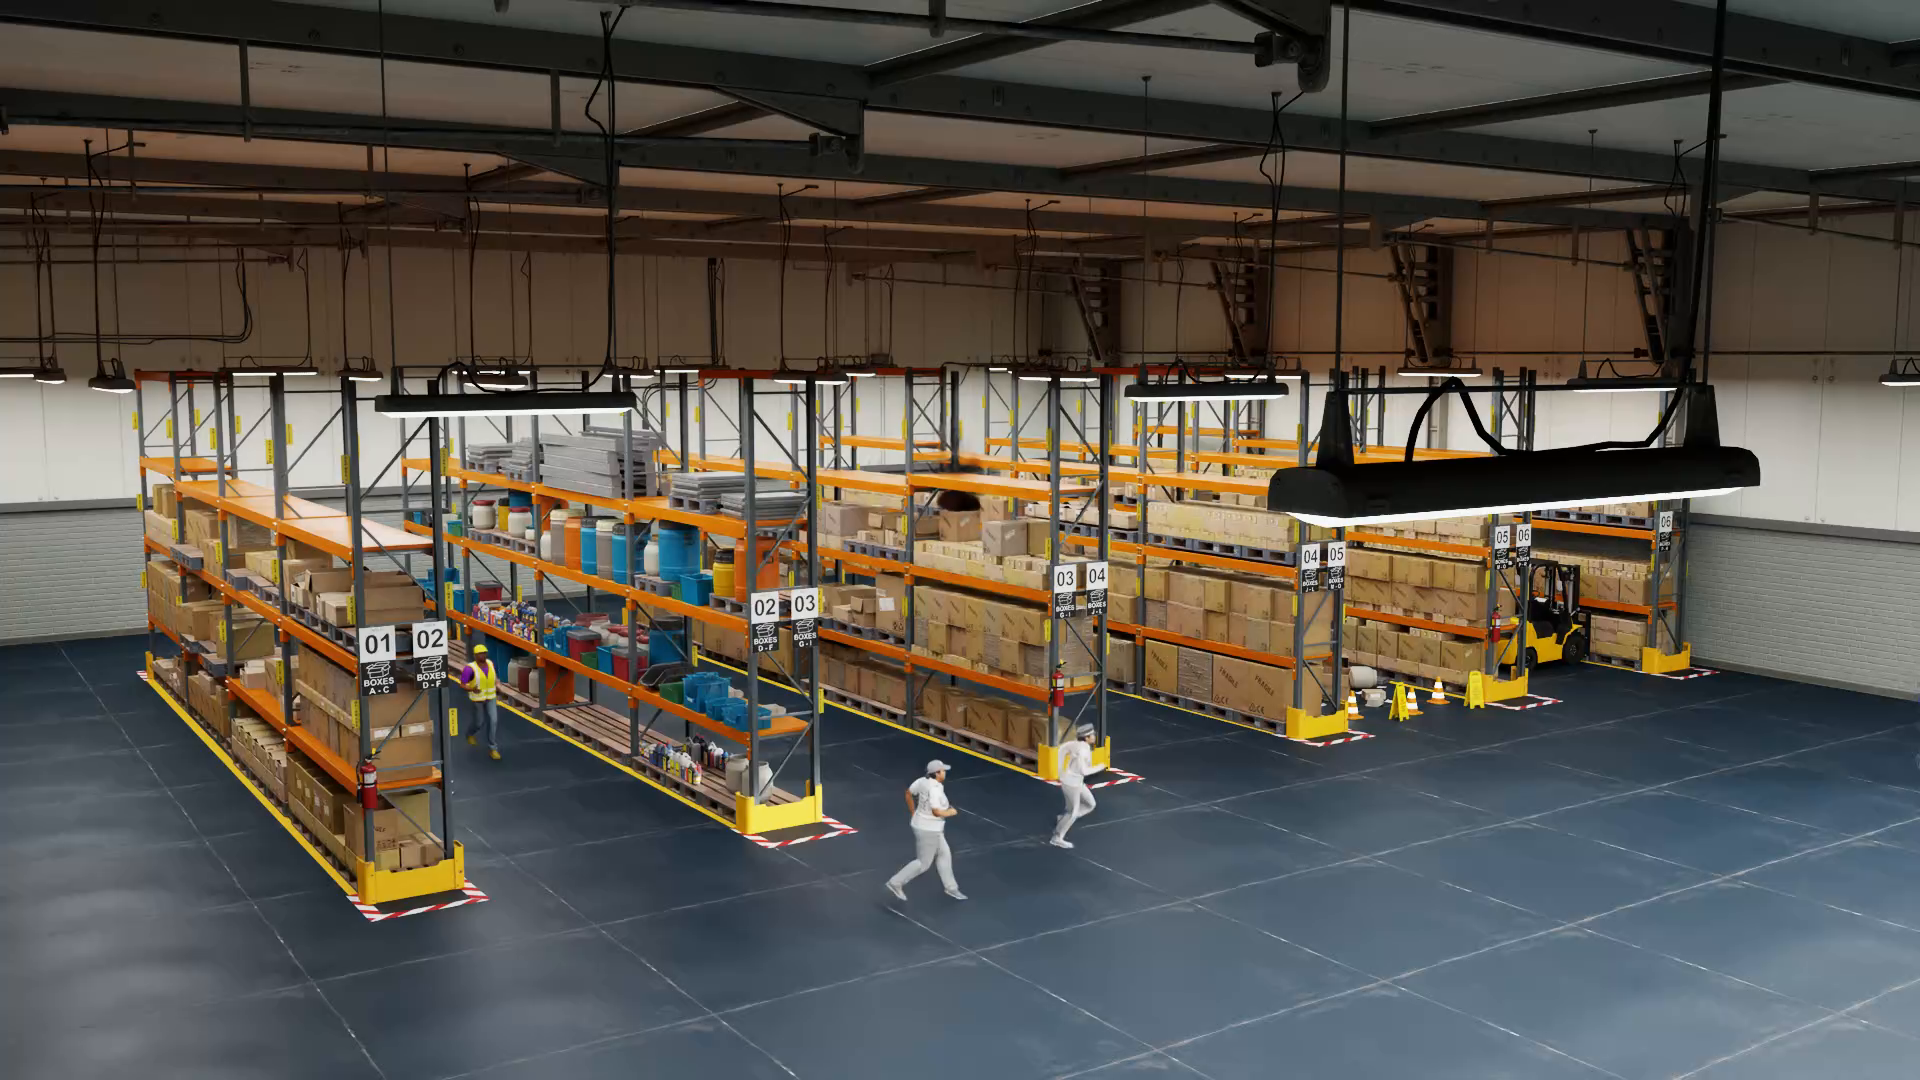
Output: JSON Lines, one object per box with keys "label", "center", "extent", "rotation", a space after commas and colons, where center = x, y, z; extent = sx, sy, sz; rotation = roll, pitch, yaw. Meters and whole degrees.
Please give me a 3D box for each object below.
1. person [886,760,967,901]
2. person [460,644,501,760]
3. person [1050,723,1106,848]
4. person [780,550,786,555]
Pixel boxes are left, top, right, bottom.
{"label": "person", "center": [-0.386, 3.364, 19.100], "extent": [0.977, 1.686, 0.628], "rotation": [-2, 7, -17]}
{"label": "person", "center": [-7.502, 2.511, 26.103], "extent": [0.700, 1.772, 0.963], "rotation": [-6, 8, -40]}
{"label": "person", "center": [1.510, 3.134, 21.252], "extent": [0.708, 1.625, 0.601], "rotation": [0, 6, 1]}
{"label": "person", "center": [-4.335, 1.080, 39.672], "extent": [0.678, 1.699, 0.686], "rotation": [-2, 7, -19]}
